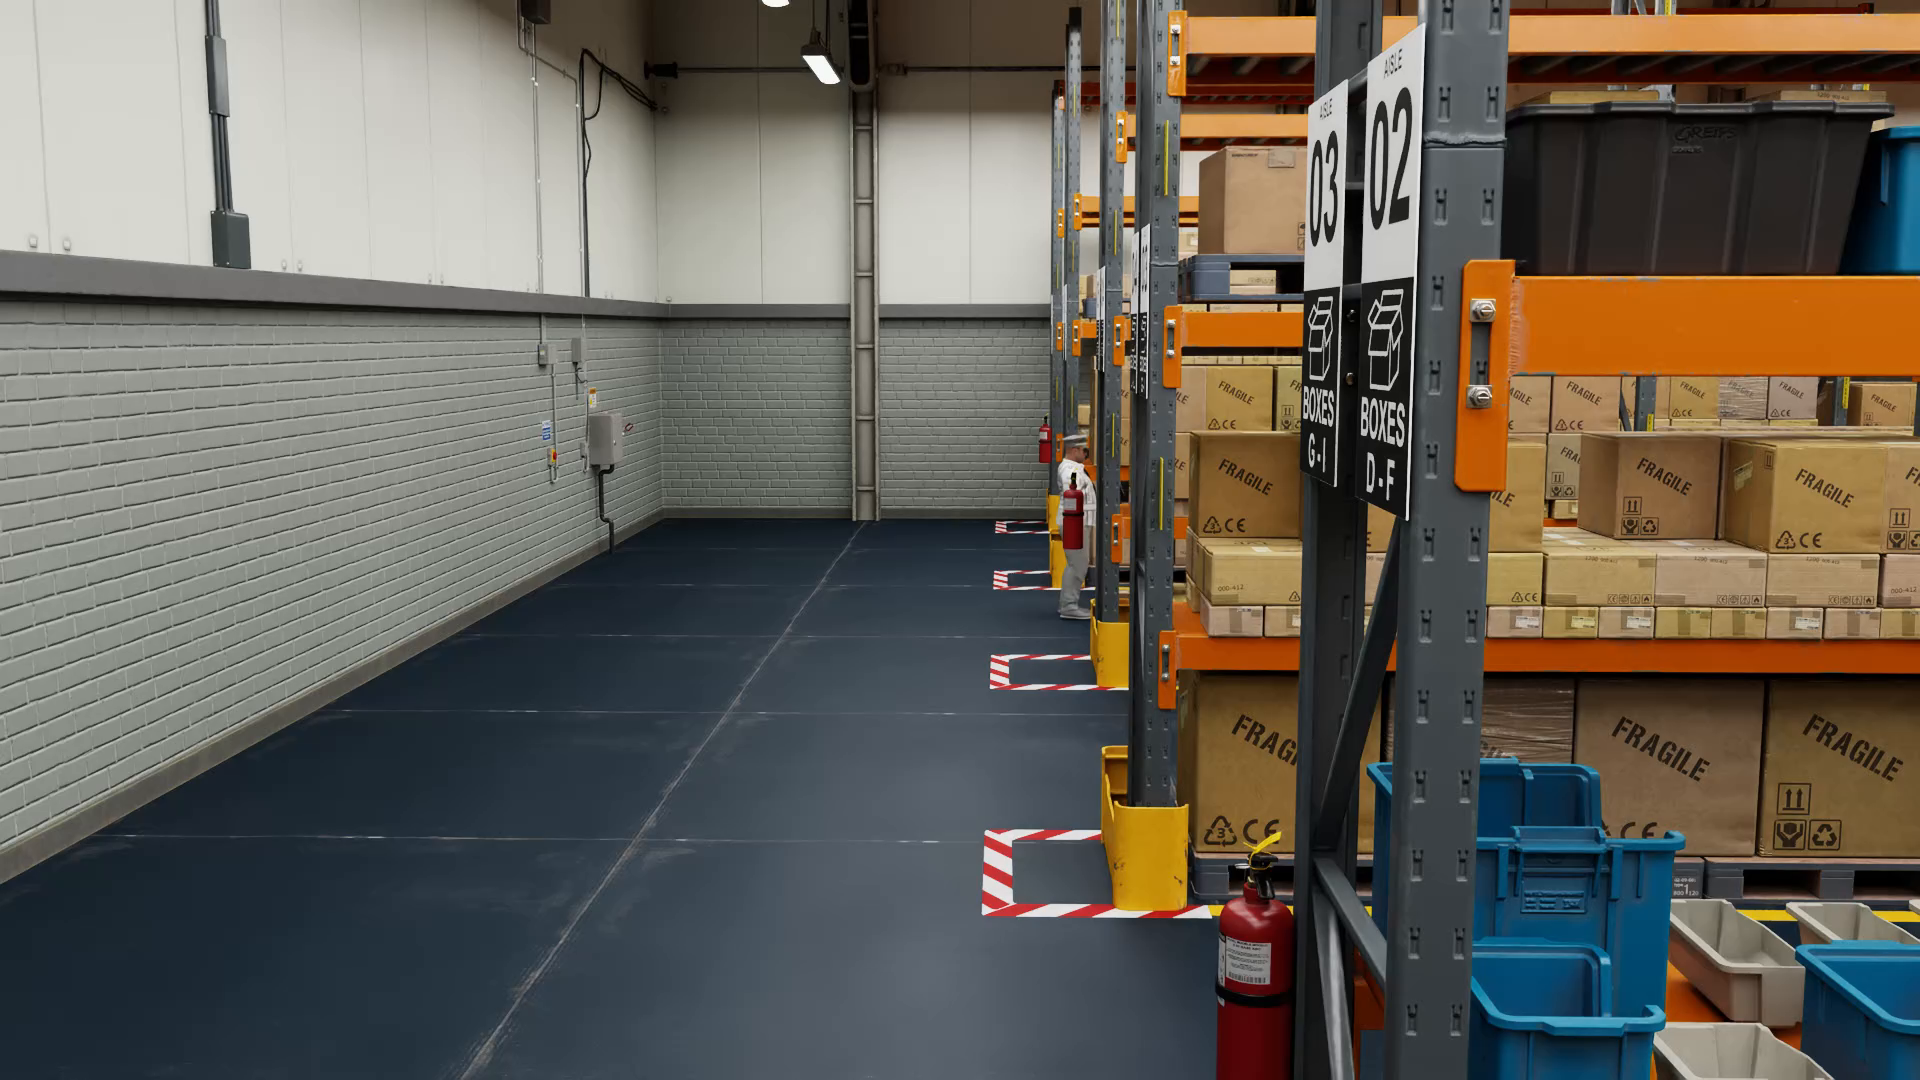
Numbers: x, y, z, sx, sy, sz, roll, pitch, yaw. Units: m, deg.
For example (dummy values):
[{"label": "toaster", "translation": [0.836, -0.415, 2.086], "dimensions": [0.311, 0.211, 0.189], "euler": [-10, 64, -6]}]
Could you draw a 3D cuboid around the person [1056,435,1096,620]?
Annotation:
[{"label": "person", "translation": [1.105, -0.127, 15.820], "dimensions": [0.393, 1.747, 0.529], "euler": [0, 7, 2]}]
